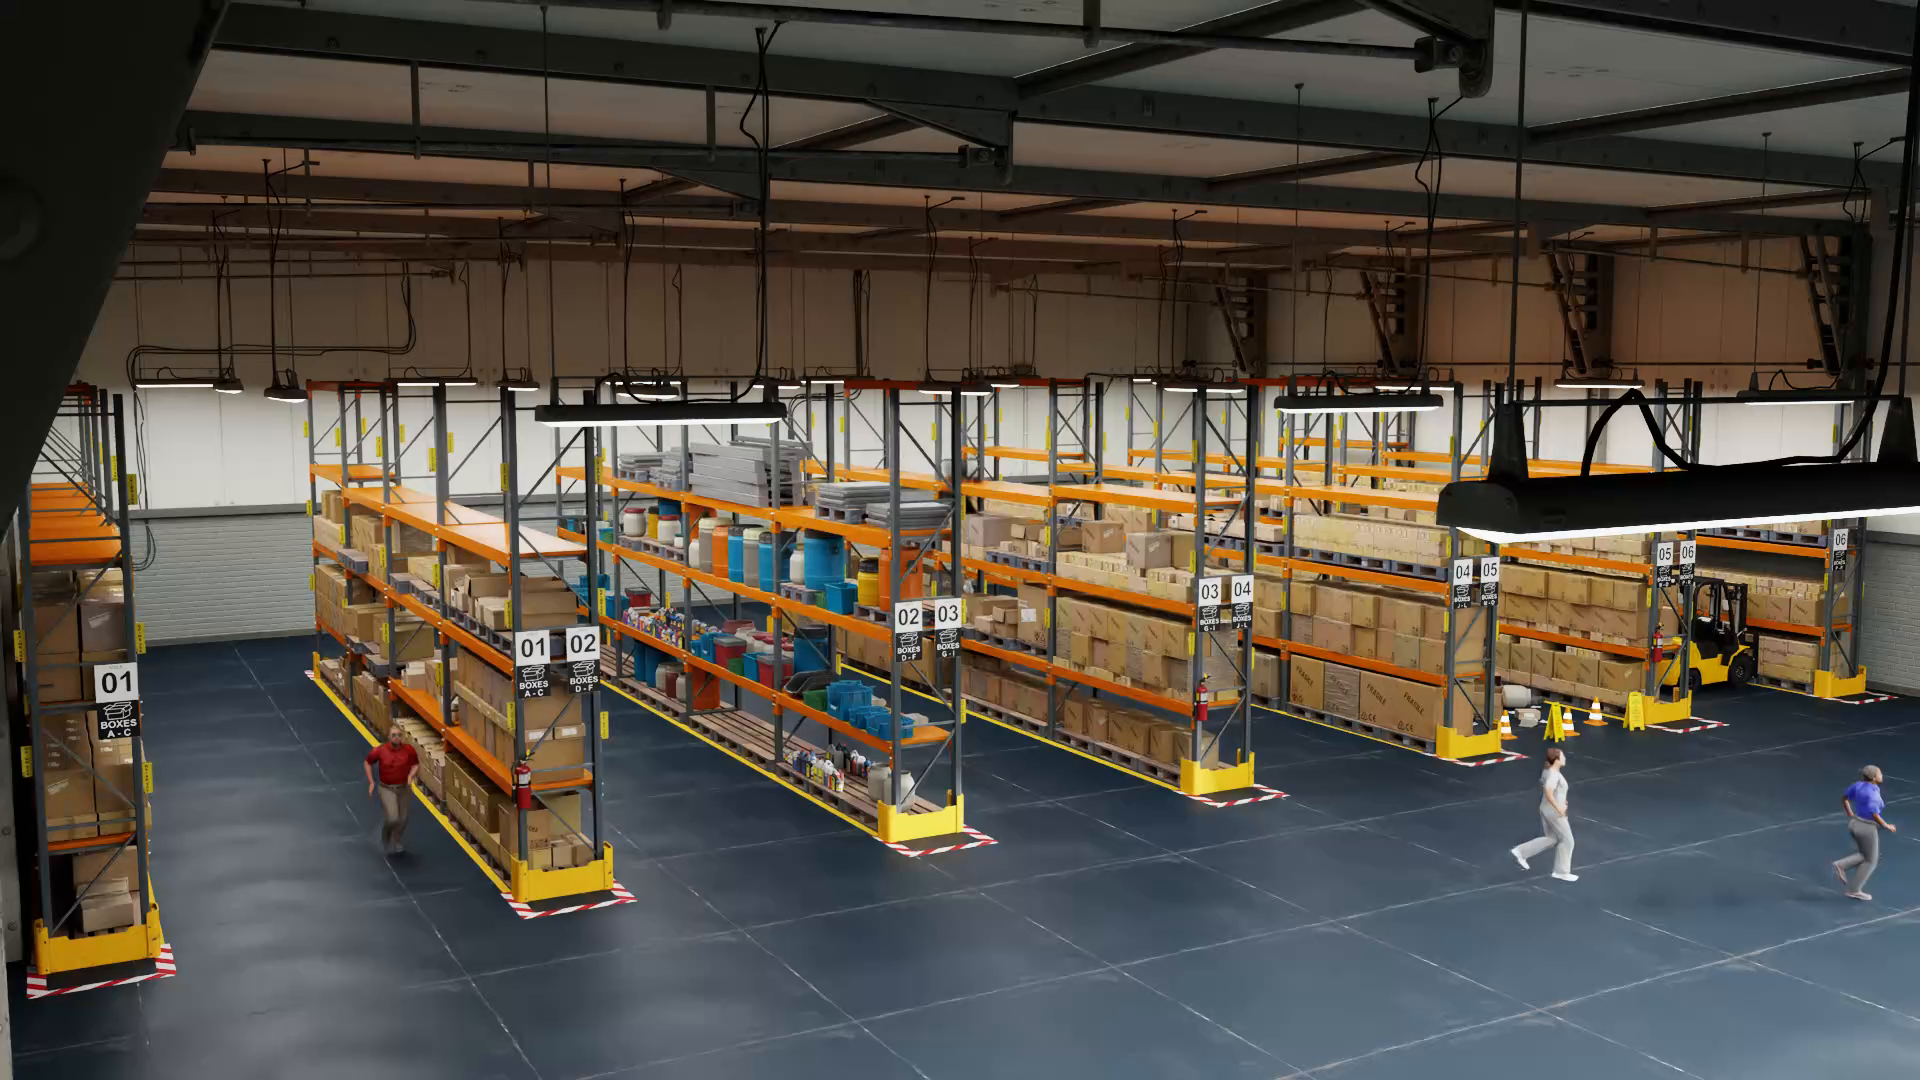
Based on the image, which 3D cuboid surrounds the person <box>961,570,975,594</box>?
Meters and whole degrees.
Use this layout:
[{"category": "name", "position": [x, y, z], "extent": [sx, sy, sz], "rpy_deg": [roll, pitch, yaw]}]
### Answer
[{"category": "person", "position": [0.065, 1.493, 38.089], "extent": [0.524, 1.643, 0.715], "rpy_deg": [-3, 7, -27]}]

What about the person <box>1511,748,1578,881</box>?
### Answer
[{"category": "person", "position": [7.205, 3.355, 20.406], "extent": [0.797, 1.655, 0.583], "rpy_deg": [0, 6, 3]}]

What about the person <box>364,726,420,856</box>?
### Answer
[{"category": "person", "position": [-7.228, 3.219, 21.297], "extent": [0.638, 1.688, 0.741], "rpy_deg": [-4, 7, -35]}]

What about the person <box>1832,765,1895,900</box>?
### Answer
[{"category": "person", "position": [10.721, 3.448, 19.702], "extent": [0.609, 1.617, 0.589], "rpy_deg": [0, 6, 3]}]
